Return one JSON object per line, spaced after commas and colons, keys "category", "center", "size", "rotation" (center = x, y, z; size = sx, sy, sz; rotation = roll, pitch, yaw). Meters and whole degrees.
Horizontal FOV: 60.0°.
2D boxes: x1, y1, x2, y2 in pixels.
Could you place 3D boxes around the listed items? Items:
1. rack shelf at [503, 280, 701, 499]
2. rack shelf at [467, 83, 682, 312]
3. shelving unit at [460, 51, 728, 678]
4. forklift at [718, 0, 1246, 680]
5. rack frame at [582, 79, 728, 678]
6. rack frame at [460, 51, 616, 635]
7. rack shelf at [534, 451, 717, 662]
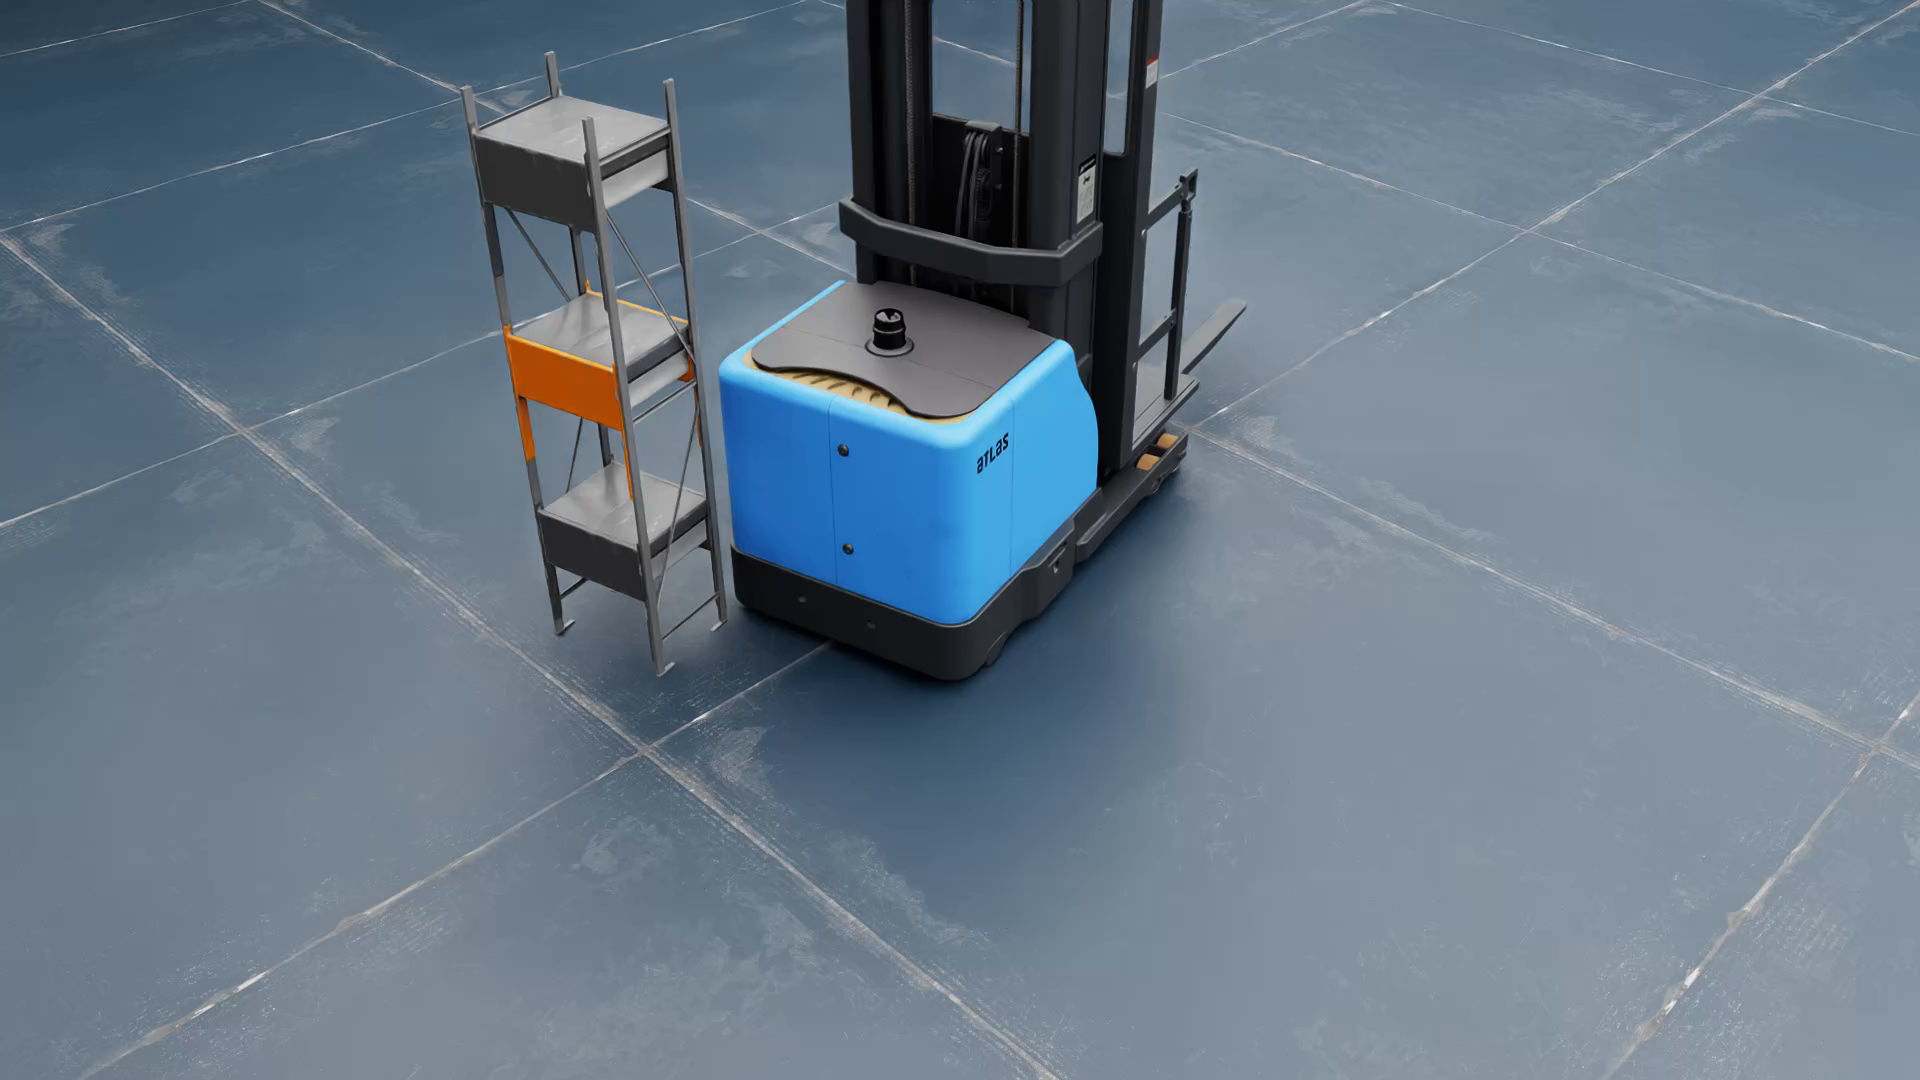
{"category": "rack shelf", "center": [-1.199, -0.520, 5.684], "size": [0.480, 0.518, 0.431], "rotation": [19, 39, 25]}
{"category": "rack shelf", "center": [-1.198, -1.094, 5.283], "size": [0.480, 0.518, 0.431], "rotation": [19, 39, 25]}
{"category": "shelving unit", "center": [-1.199, -0.531, 5.676], "size": [0.503, 2.100, 0.431], "rotation": [19, 39, 25]}
{"category": "forklift", "center": [0.323, -1.520, 6.367], "size": [1.130, 2.935, 3.031], "rotation": [19, 39, 25]}
{"category": "rack frame", "center": [-0.990, -0.458, 5.572], "size": [0.015, 2.100, 0.400], "rotation": [19, 39, 25]}
{"category": "rack frame", "center": [-1.407, -0.604, 5.780], "size": [0.015, 2.100, 0.400], "rotation": [19, 39, 25]}
{"category": "rack shelf", "center": [-1.199, 0.054, 6.084], "size": [0.480, 0.518, 0.431], "rotation": [19, 39, 25]}
